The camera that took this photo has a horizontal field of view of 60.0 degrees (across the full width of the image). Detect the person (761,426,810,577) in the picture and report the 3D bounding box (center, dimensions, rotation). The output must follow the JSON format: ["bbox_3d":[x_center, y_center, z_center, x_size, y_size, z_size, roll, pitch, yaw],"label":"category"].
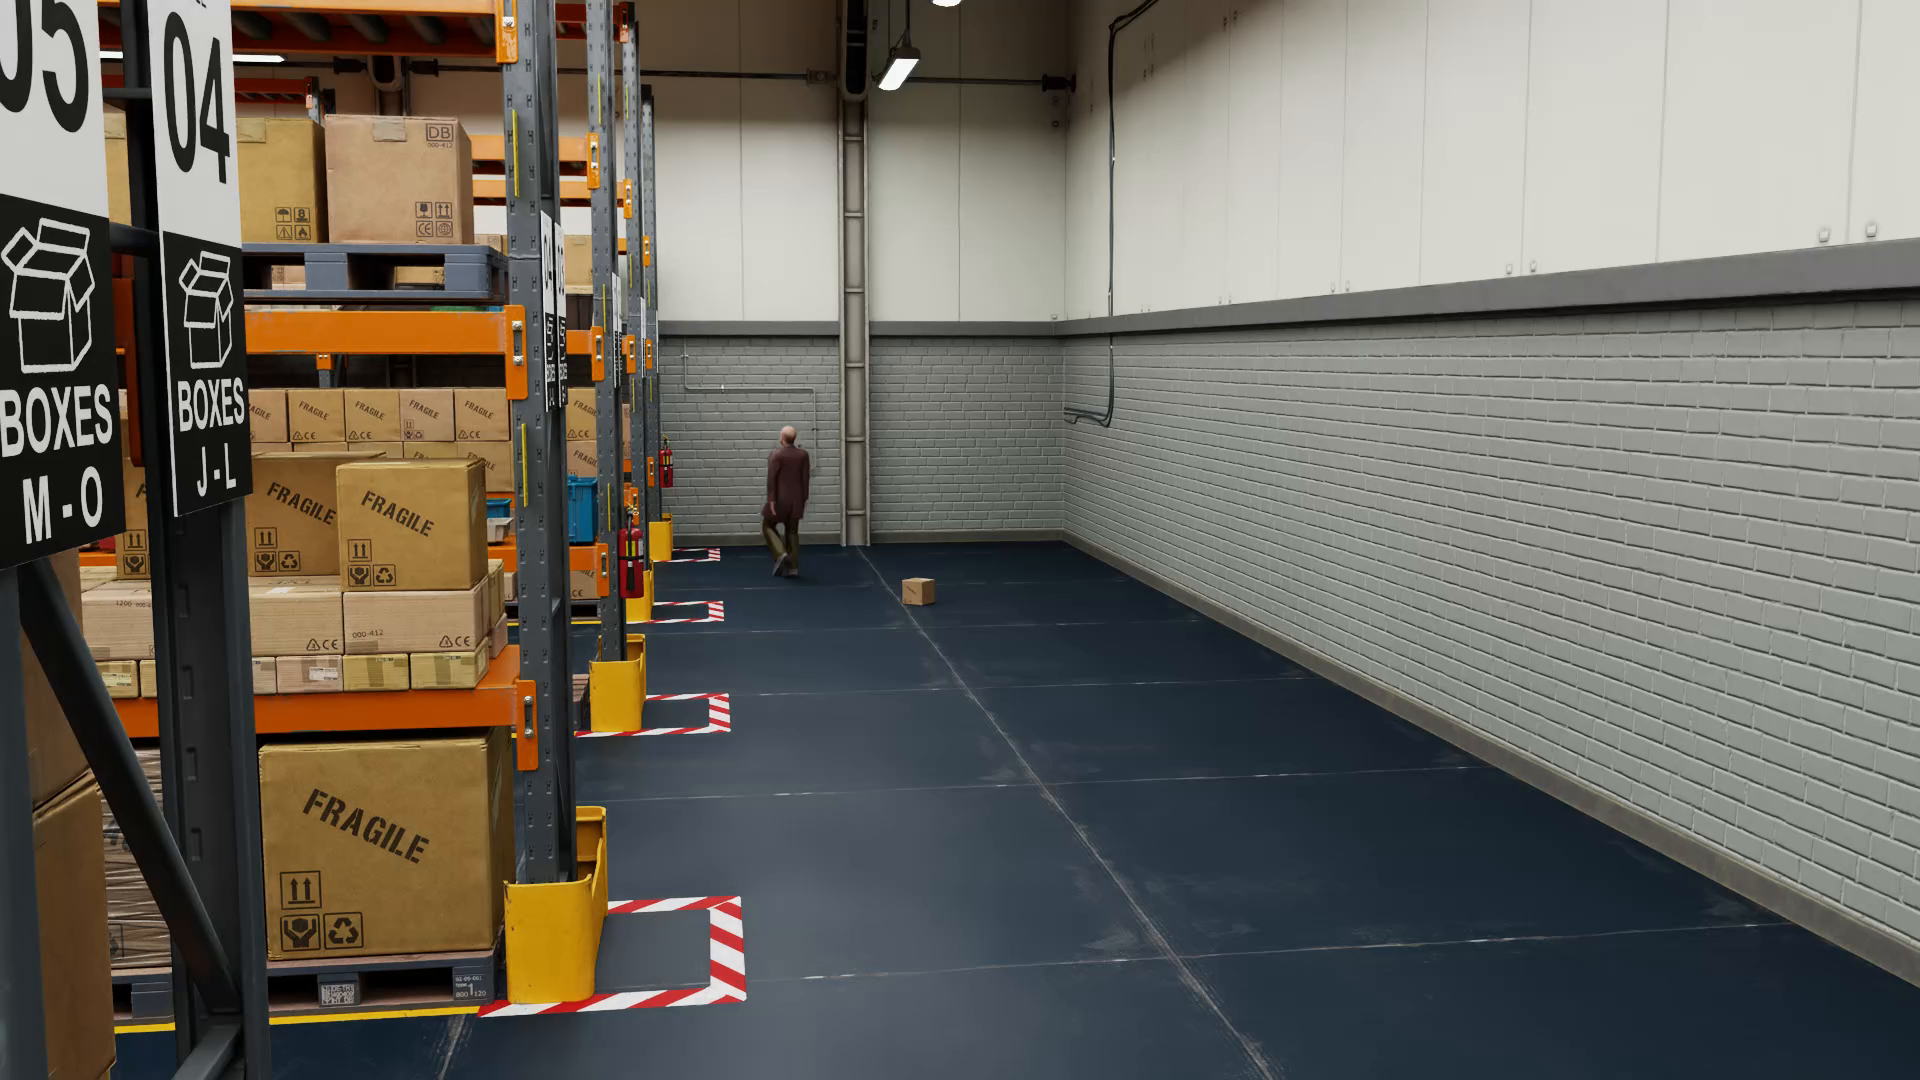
[{"bbox_3d":[-2.068,-0.461,19.752,0.592,1.790,0.490,-4,7,-31],"label":"person"}]
